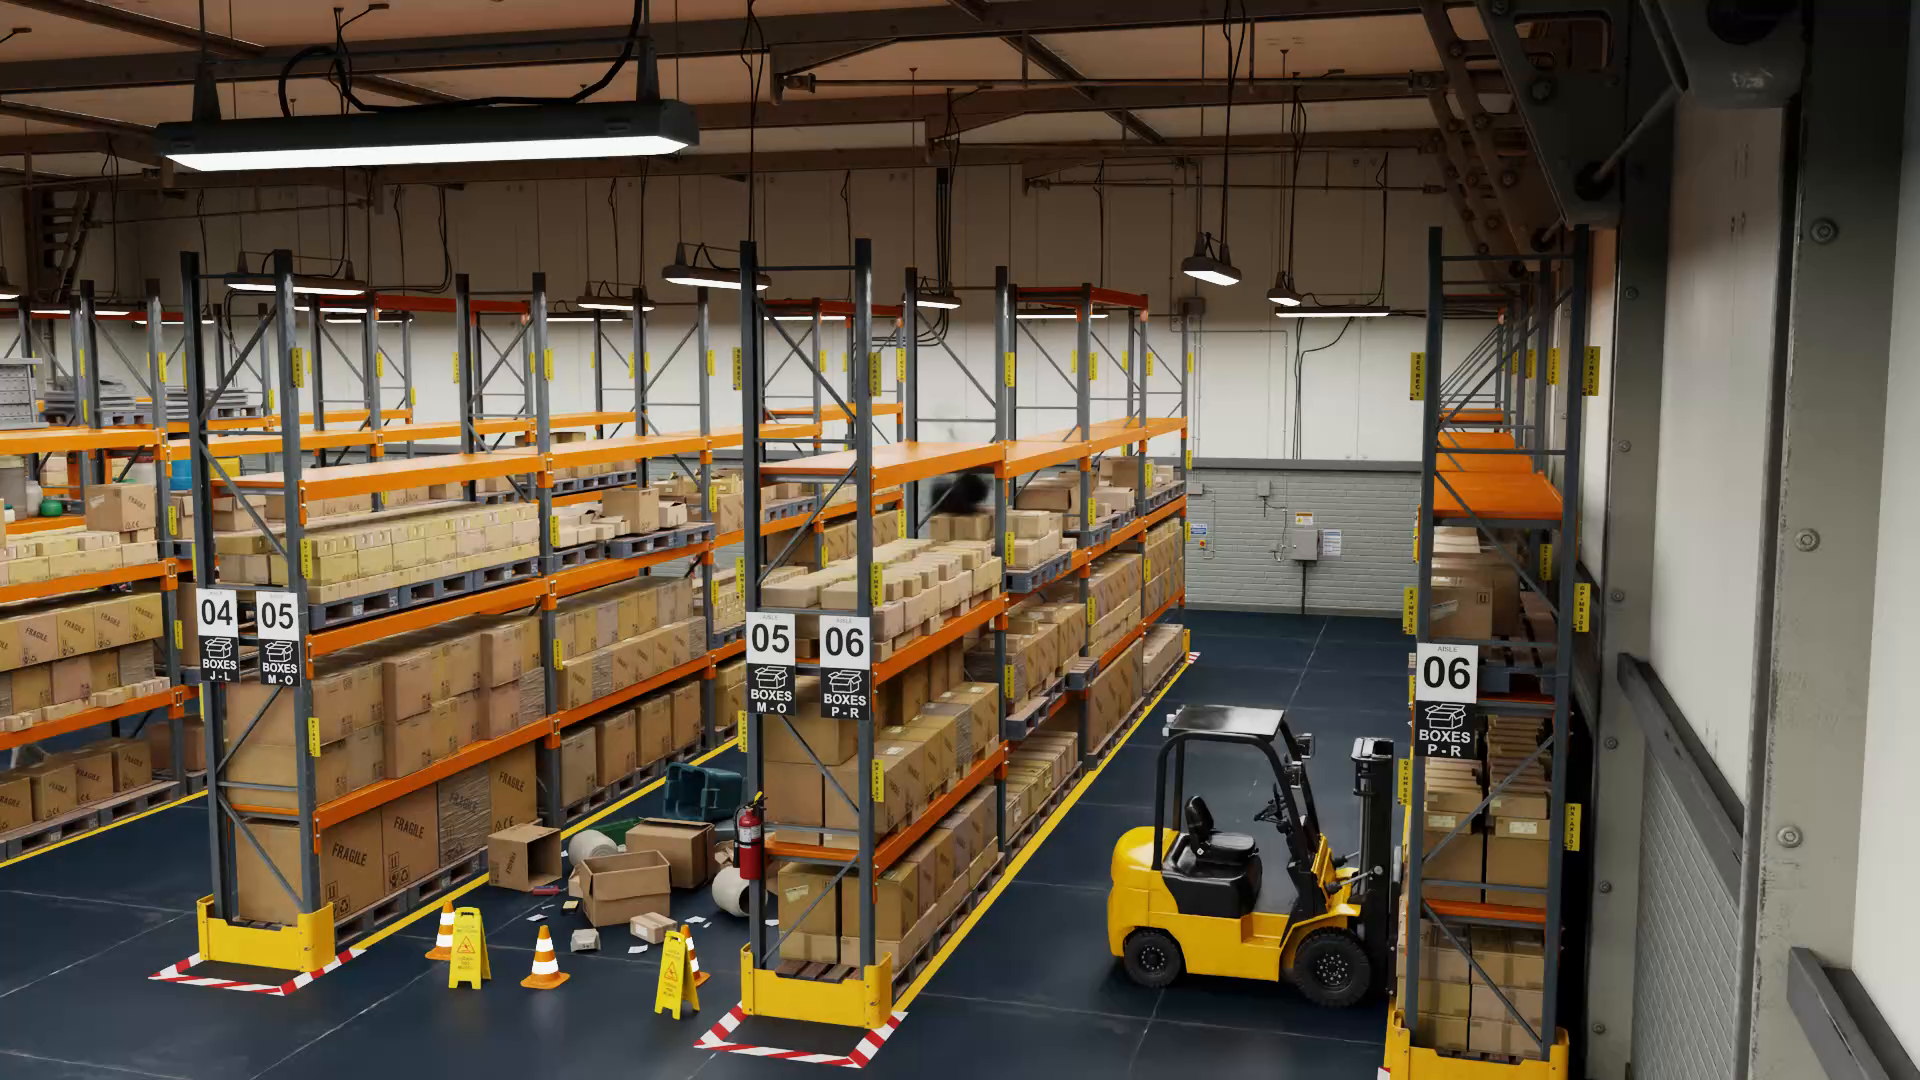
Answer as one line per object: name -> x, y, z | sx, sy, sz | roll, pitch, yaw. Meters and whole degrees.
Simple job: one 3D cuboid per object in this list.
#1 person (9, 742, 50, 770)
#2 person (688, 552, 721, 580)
person -> -11.101, 2.114, 19.676 | 0.565, 1.673, 0.951 | 1, 7, 12
person -> -4.642, 0.932, 30.189 | 0.655, 1.789, 0.741 | 0, 6, 3
